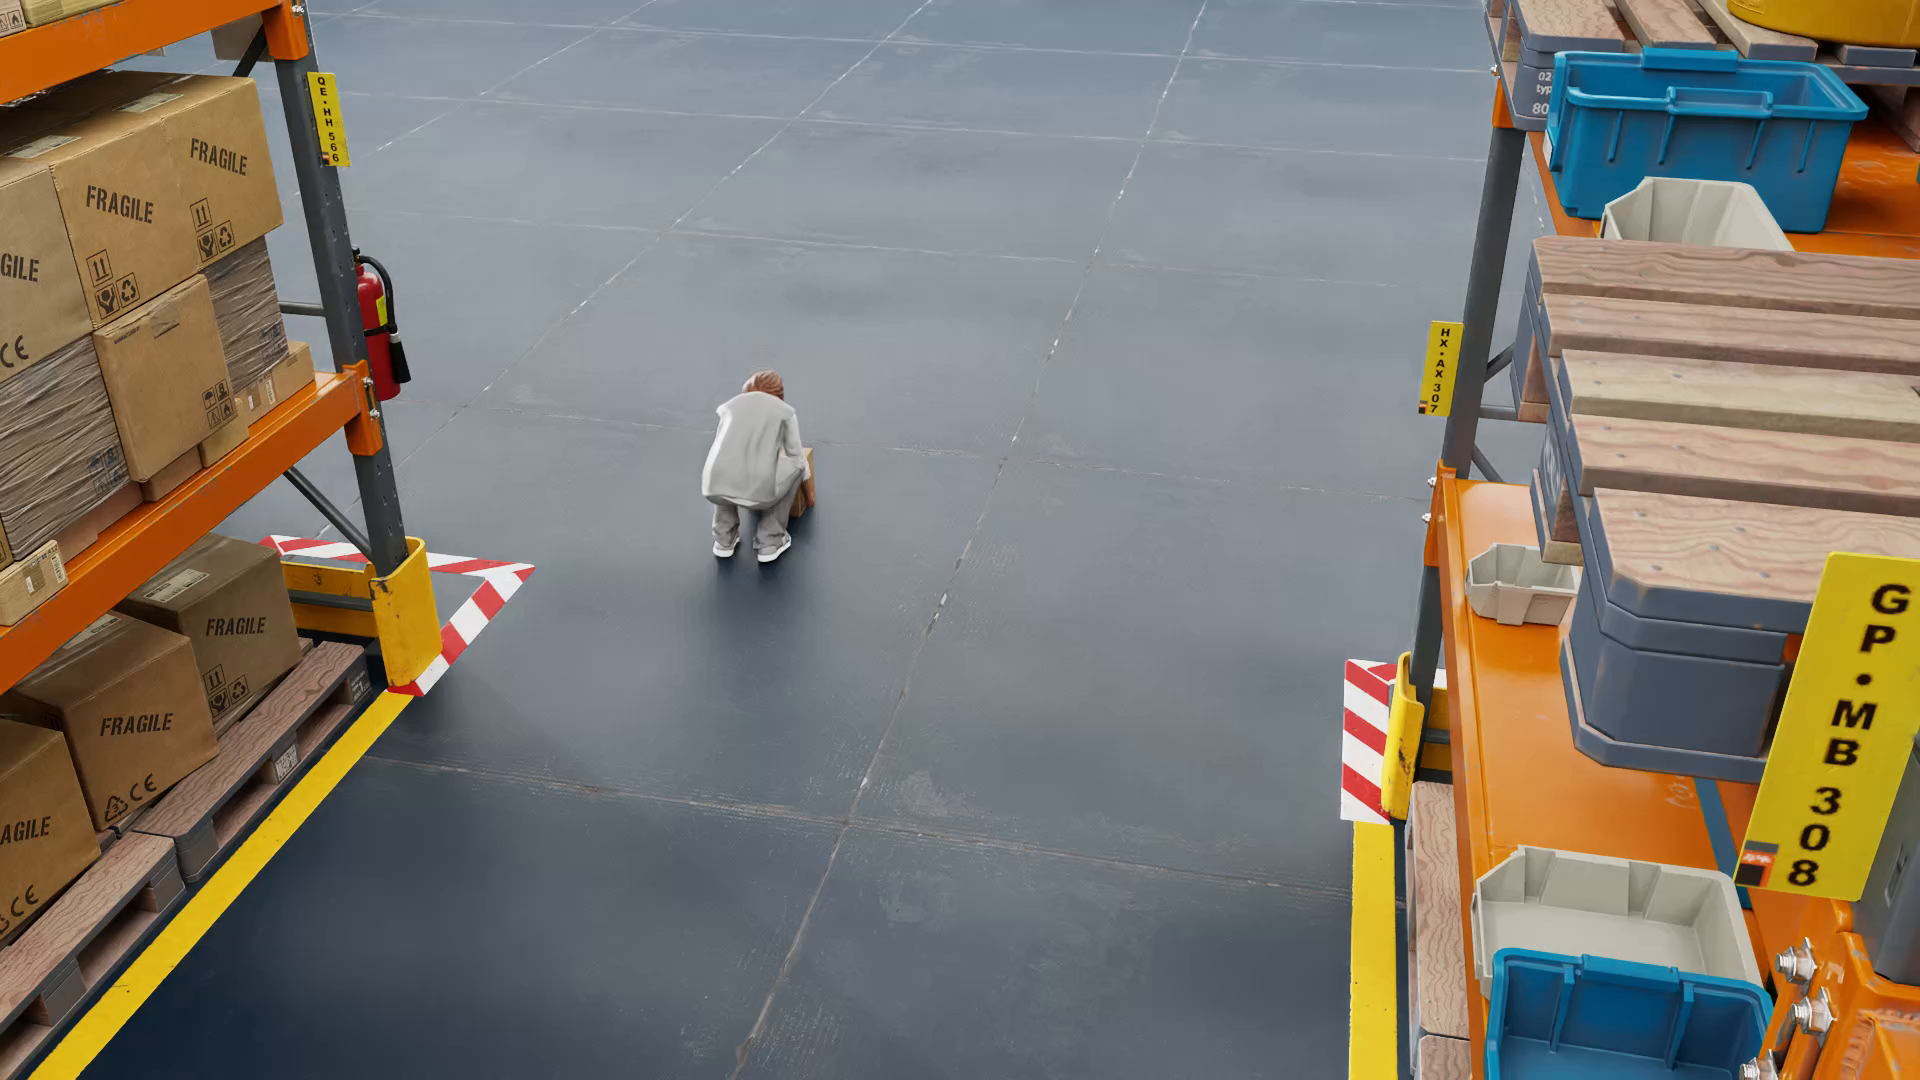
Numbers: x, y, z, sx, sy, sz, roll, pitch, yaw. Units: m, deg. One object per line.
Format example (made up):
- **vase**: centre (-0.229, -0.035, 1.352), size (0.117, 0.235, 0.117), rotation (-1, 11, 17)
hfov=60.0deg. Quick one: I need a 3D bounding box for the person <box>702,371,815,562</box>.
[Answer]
- **person**: centre (-0.941, -0.305, 7.665), size (0.428, 0.736, 0.847), rotation (5, 30, 10)
